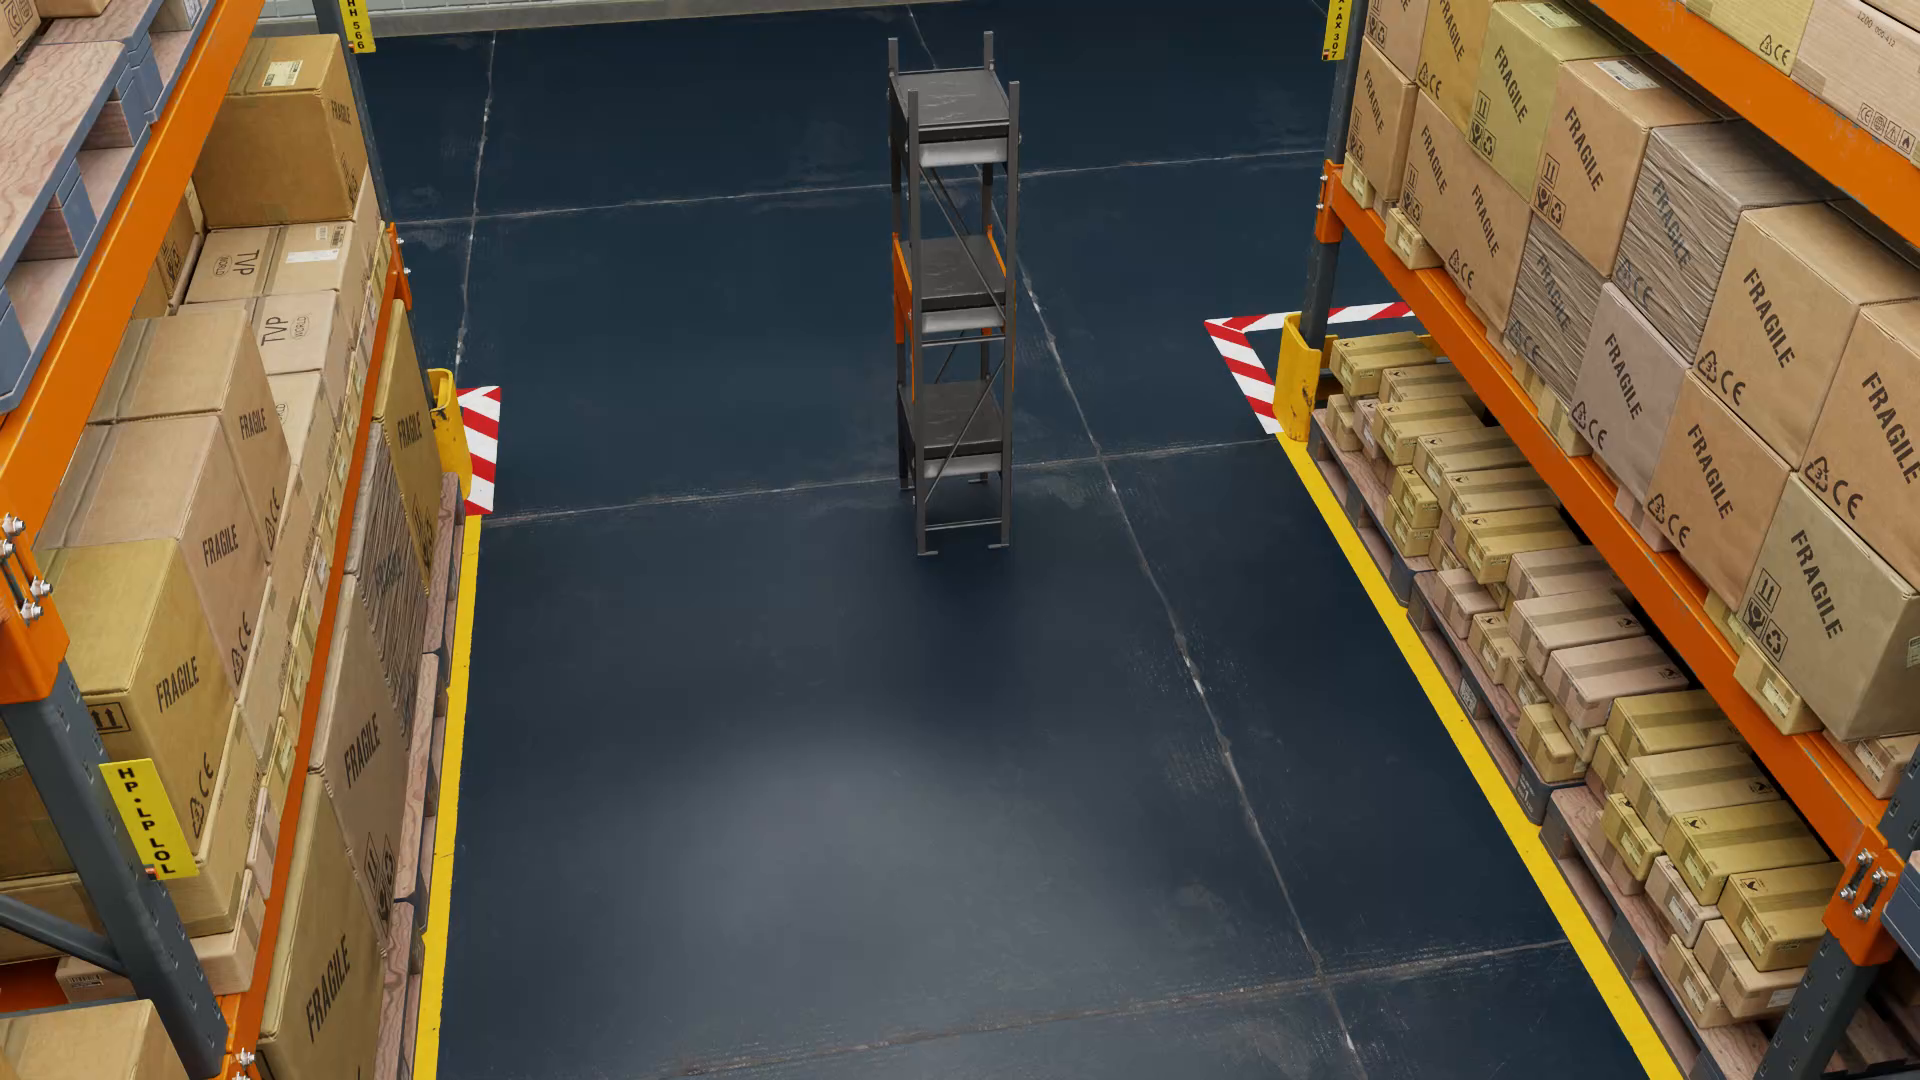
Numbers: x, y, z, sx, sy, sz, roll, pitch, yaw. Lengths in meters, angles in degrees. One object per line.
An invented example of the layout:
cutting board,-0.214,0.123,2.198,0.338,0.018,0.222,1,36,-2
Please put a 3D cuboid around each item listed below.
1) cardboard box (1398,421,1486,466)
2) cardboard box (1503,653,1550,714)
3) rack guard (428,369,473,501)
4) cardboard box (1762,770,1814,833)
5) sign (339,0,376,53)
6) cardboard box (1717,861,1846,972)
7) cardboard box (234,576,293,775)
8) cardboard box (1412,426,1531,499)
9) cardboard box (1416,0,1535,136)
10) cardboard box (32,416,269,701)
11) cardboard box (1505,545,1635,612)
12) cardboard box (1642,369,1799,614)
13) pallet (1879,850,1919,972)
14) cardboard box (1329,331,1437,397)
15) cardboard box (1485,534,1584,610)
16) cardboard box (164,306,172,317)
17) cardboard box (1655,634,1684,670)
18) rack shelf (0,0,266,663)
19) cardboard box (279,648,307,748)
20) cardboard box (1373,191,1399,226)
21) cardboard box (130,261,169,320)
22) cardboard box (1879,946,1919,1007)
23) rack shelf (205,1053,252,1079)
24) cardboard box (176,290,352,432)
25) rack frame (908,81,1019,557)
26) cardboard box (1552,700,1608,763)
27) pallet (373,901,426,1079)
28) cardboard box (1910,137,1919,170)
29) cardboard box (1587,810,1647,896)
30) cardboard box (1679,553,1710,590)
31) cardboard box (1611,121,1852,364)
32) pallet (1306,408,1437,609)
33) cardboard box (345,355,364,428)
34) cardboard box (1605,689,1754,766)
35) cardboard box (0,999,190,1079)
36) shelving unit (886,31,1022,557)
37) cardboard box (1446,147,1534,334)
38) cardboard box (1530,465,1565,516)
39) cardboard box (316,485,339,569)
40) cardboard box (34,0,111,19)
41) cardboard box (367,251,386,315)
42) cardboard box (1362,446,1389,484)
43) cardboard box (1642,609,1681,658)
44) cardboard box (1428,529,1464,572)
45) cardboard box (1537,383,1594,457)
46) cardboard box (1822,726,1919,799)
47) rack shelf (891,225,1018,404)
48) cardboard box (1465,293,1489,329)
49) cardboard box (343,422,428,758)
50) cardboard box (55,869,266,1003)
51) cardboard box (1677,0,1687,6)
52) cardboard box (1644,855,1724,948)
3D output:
cardboard box,2.057,-0.356,7.002,0.380,0.149,0.250,-6,38,-7
cardboard box,2.231,0.534,6.100,0.380,0.149,0.250,-6,38,-7
rack guard,-2.810,-0.407,7.367,1.175,0.500,0.348,-6,38,-8
cardboard box,2.837,0.866,5.429,0.380,0.149,0.250,-6,38,-8
sign,-2.269,-1.981,6.218,0.100,0.325,0.005,-6,38,-8
cardboard box,2.478,1.102,4.883,0.380,0.149,0.250,-5,38,-7
cardboard box,-2.011,0.365,4.215,0.500,0.250,0.500,-6,38,-8
cardboard box,2.062,-0.314,6.705,0.380,0.149,0.250,-8,39,-10
cardboard box,2.007,-1.800,5.983,0.500,0.500,0.500,-5,38,-7
cardboard box,-2.016,0.067,3.988,0.500,0.500,0.500,-6,38,-8
cardboard box,2.241,0.160,6.095,0.380,0.149,0.250,-6,38,-8
cardboard box,2.343,-0.169,4.698,0.500,0.500,0.500,-7,38,-9
pallet,2.787,1.117,3.524,1.003,0.211,1.213,-6,38,-8
cardboard box,1.852,-0.774,7.298,0.380,0.149,0.250,-8,39,-10
cardboard box,2.223,0.120,6.389,0.380,0.149,0.250,-4,38,-6
cardboard box,-2.805,-0.502,5.331,0.500,0.250,0.500,-7,38,-9
cardboard box,2.785,0.375,6.061,0.380,0.149,0.250,-7,38,-8
rack shelf,-2.455,-1.072,4.327,1.077,0.370,4.000,-6,38,-8
cardboard box,-1.970,0.445,4.438,0.380,0.149,0.250,-7,38,-9
cardboard box,1.914,-1.373,6.777,0.380,0.149,0.250,-5,38,-6
cardboard box,-2.803,-0.801,5.105,0.500,0.500,0.500,-7,38,-9
cardboard box,3.049,1.269,5.153,0.380,0.149,0.250,-8,39,-10
rack shelf,-1.754,2.528,2.137,1.077,0.370,4.000,-6,38,-8
cardboard box,-2.282,-0.560,5.406,0.500,0.250,0.500,-7,38,-9
rack frame,0.014,-0.782,6.545,0.400,2.100,0.015,-6,38,-8
cardboard box,2.293,0.614,5.753,0.380,0.149,0.250,-5,38,-7
pallet,-2.161,1.670,4.929,1.003,0.211,1.213,-6,38,-8
cardboard box,2.444,-0.829,3.549,0.500,0.250,0.500,-5,38,-7
cardboard box,2.319,1.005,5.493,0.380,0.149,0.250,-7,38,-9
cardboard box,2.398,0.041,4.957,0.380,0.149,0.250,-7,38,-9
cardboard box,2.276,-0.865,4.780,0.500,0.500,0.500,-5,38,-7
pallet,2.216,-0.211,7.349,1.003,0.211,1.213,-6,38,-8
cardboard box,-2.239,-0.484,5.633,0.380,0.149,0.250,-7,38,-9
cardboard box,2.374,0.637,5.481,0.380,0.149,0.250,-5,38,-6
cardboard box,-1.754,1.250,3.115,0.500,0.500,0.500,-6,38,-8
shelving unit,-0.029,-0.929,6.735,0.431,2.100,0.503,-6,38,-8
cardboard box,2.094,-1.091,5.885,0.500,0.500,0.500,-6,38,-7
cardboard box,2.507,-0.235,6.846,0.380,0.149,0.250,-7,38,-8
cardboard box,-2.104,-0.020,5.036,0.380,0.149,0.250,-7,38,-9
cardboard box,-2.343,-1.516,3.806,0.700,0.500,0.500,-5,38,-6
cardboard box,-2.372,-0.944,6.225,0.380,0.149,0.250,-6,38,-7
cardboard box,1.998,-0.392,7.291,0.380,0.149,0.250,-6,38,-8
cardboard box,2.696,0.265,5.961,0.380,0.149,0.250,-8,39,-10
cardboard box,2.124,0.067,6.700,0.380,0.149,0.250,-6,38,-8
cardboard box,2.171,-0.421,5.552,0.380,0.149,0.250,-6,38,-7
cardboard box,2.516,0.516,4.346,0.380,0.149,0.250,-7,38,-8
rack shelf,-0.029,-0.918,6.743,0.431,0.518,0.480,-6,38,-8
cardboard box,2.113,-0.896,6.164,0.380,0.149,0.250,-7,38,-8
cardboard box,-2.455,0.221,5.910,0.875,0.875,0.875,-6,38,-8
cardboard box,-1.829,0.921,3.824,0.380,0.149,0.250,-6,38,-8
cardboard box,2.193,-1.738,4.719,0.500,0.250,0.500,-6,38,-8
cardboard box,2.368,1.088,5.143,0.380,0.149,0.250,-8,39,-10
